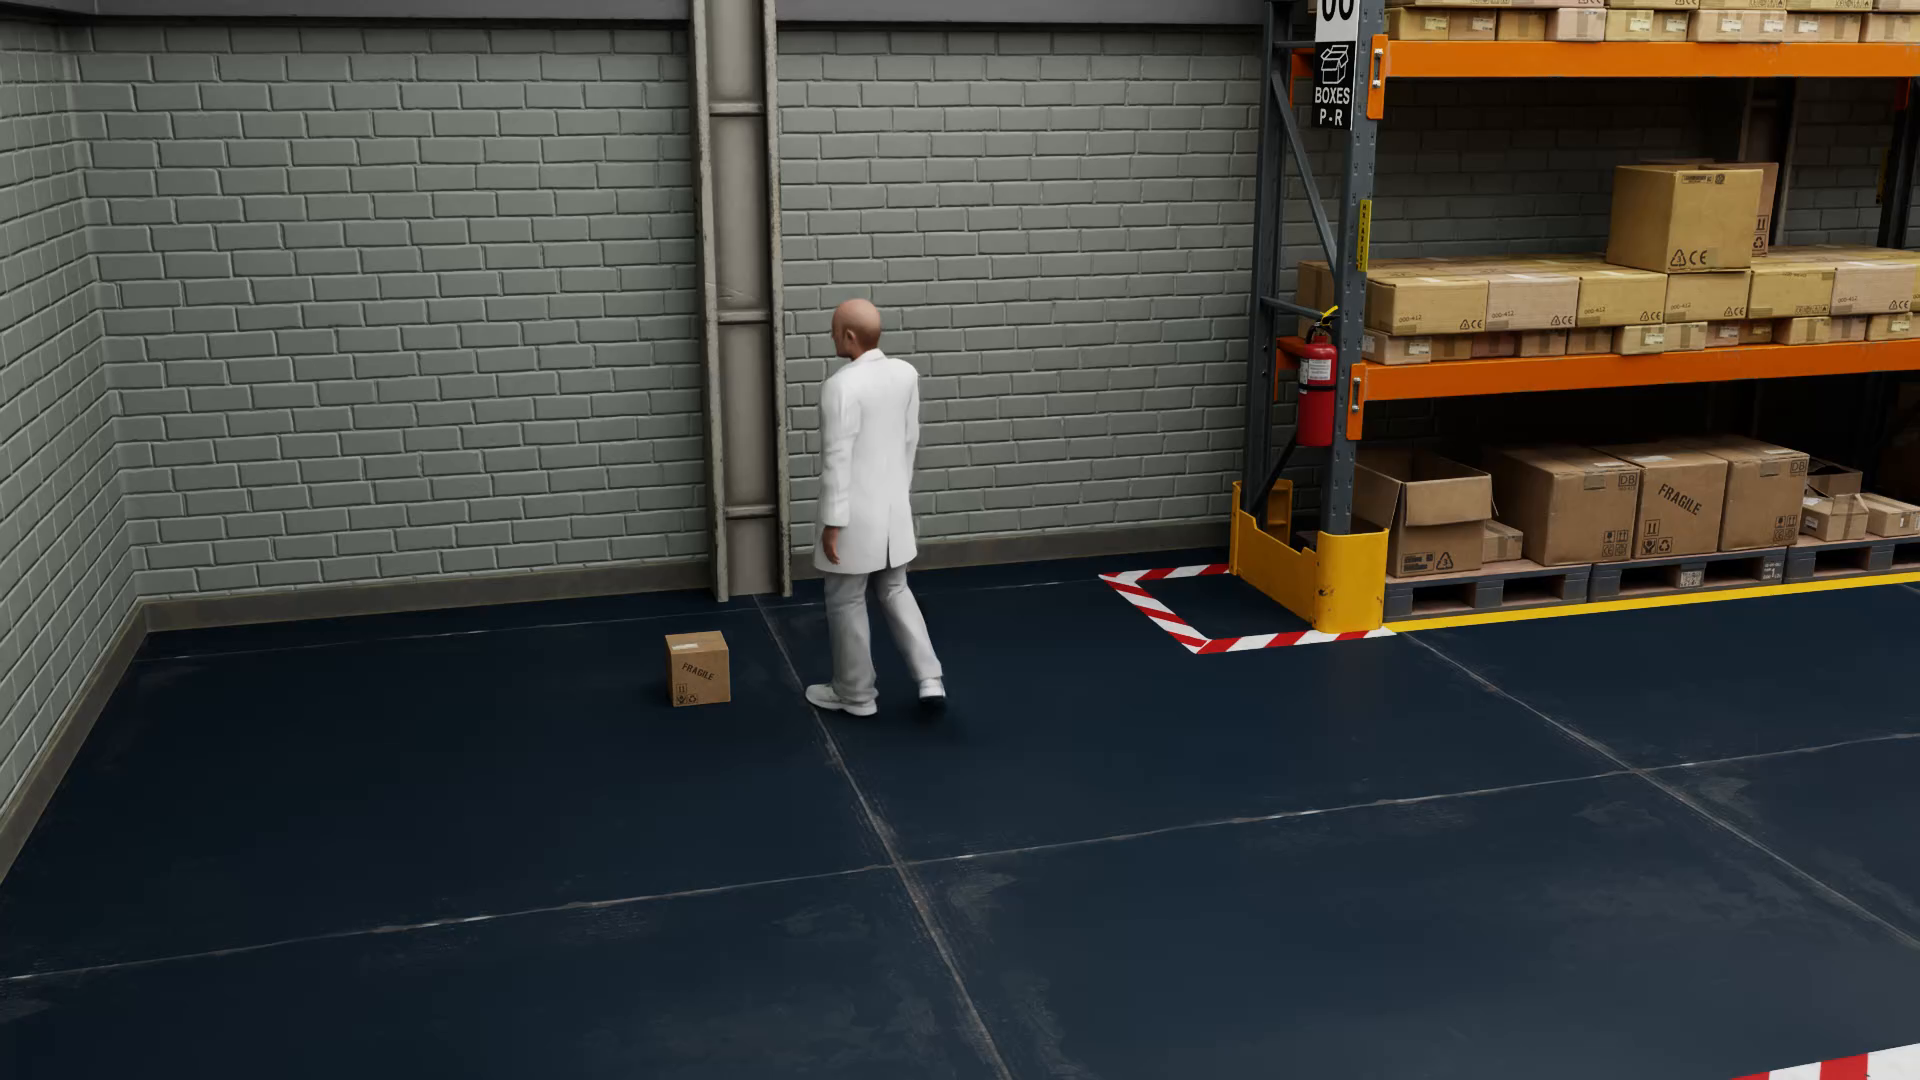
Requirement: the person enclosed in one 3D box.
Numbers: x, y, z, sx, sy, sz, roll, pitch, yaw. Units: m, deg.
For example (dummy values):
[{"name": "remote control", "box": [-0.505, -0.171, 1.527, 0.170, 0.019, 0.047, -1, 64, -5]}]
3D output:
[{"name": "person", "box": [-0.371, -0.114, 6.936, 0.665, 1.780, 0.586, 14, 21, 41]}]
